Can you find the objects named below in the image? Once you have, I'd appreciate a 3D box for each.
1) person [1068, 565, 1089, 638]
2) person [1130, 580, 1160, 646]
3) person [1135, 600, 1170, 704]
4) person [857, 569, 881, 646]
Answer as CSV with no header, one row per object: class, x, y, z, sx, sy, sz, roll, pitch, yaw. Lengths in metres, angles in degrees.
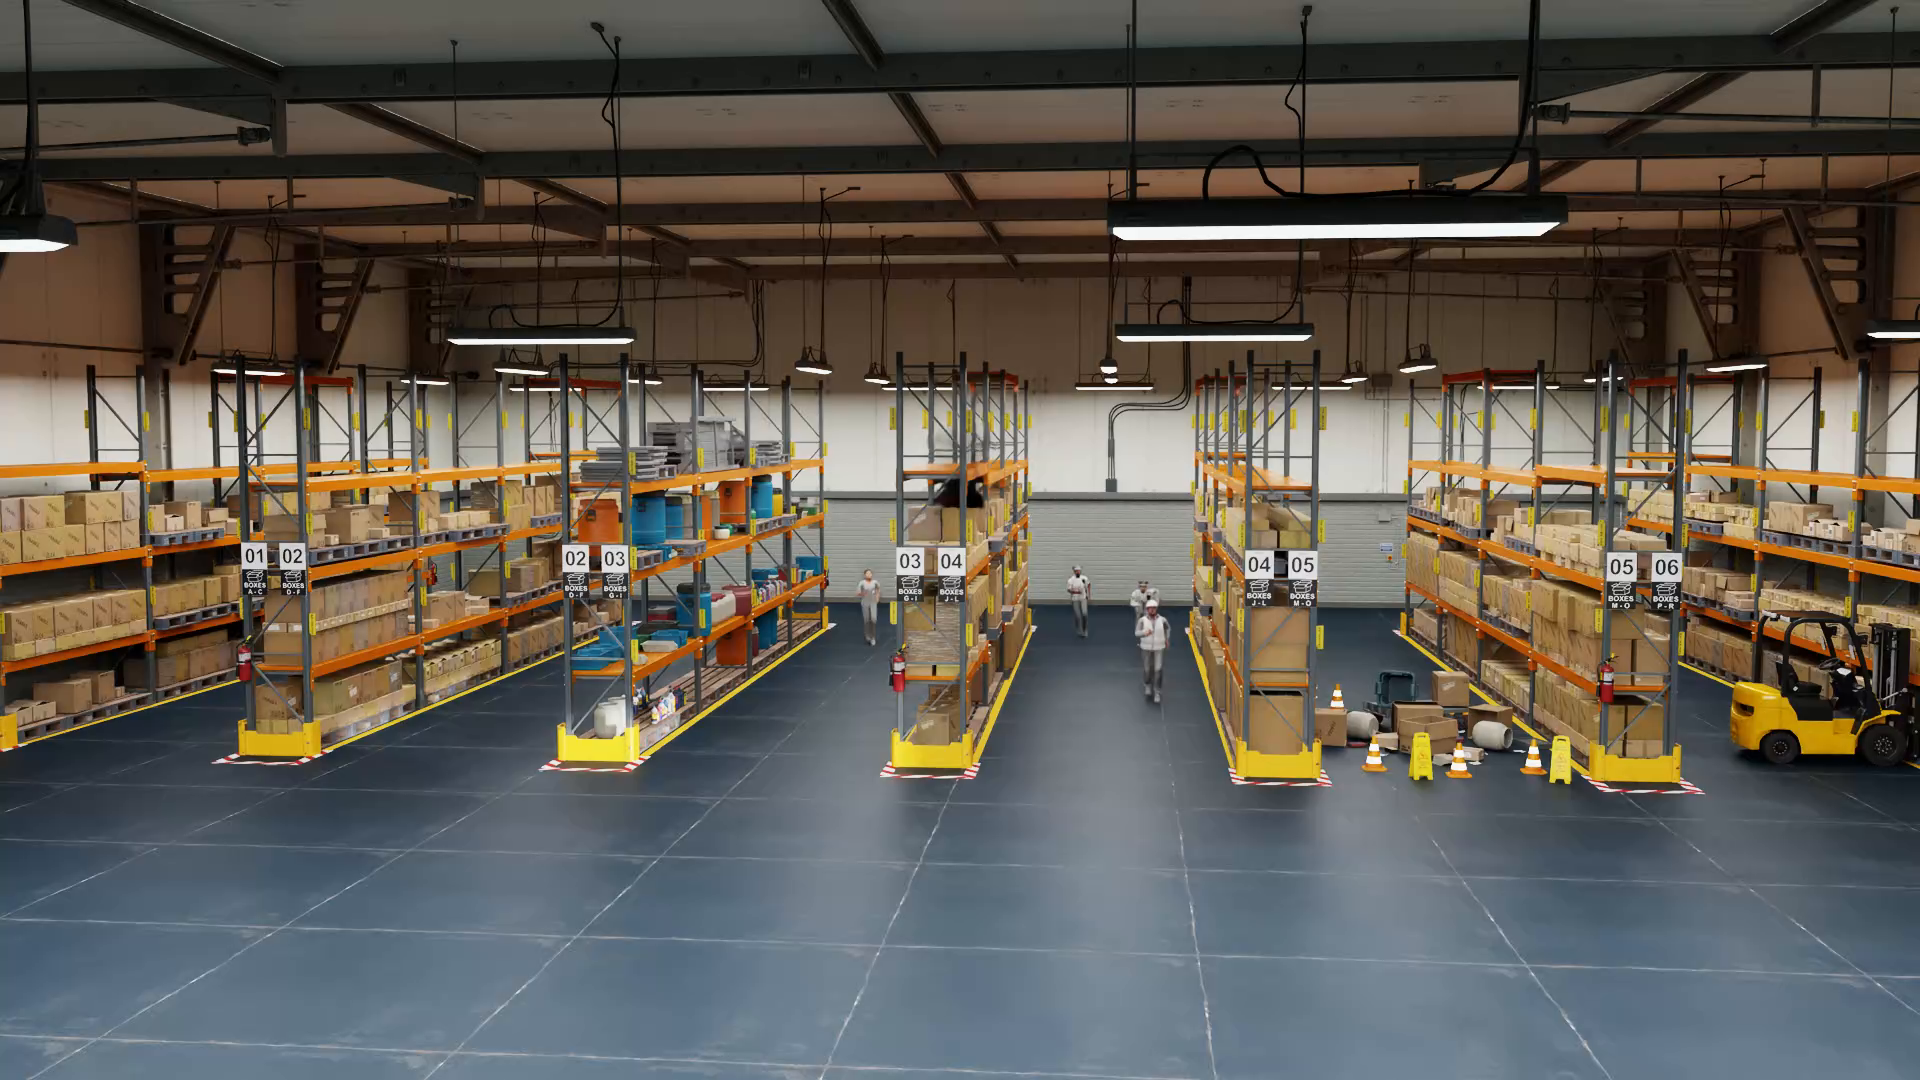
person,2.762,1.424,38.784,0.501,1.726,0.661,0,4,4
person,4.073,1.629,36.656,0.643,1.538,0.919,0,4,6
person,3.464,1.981,29.907,0.635,1.818,0.840,0,4,7
person,-2.051,1.503,37.511,0.552,1.716,0.733,0,4,-4
